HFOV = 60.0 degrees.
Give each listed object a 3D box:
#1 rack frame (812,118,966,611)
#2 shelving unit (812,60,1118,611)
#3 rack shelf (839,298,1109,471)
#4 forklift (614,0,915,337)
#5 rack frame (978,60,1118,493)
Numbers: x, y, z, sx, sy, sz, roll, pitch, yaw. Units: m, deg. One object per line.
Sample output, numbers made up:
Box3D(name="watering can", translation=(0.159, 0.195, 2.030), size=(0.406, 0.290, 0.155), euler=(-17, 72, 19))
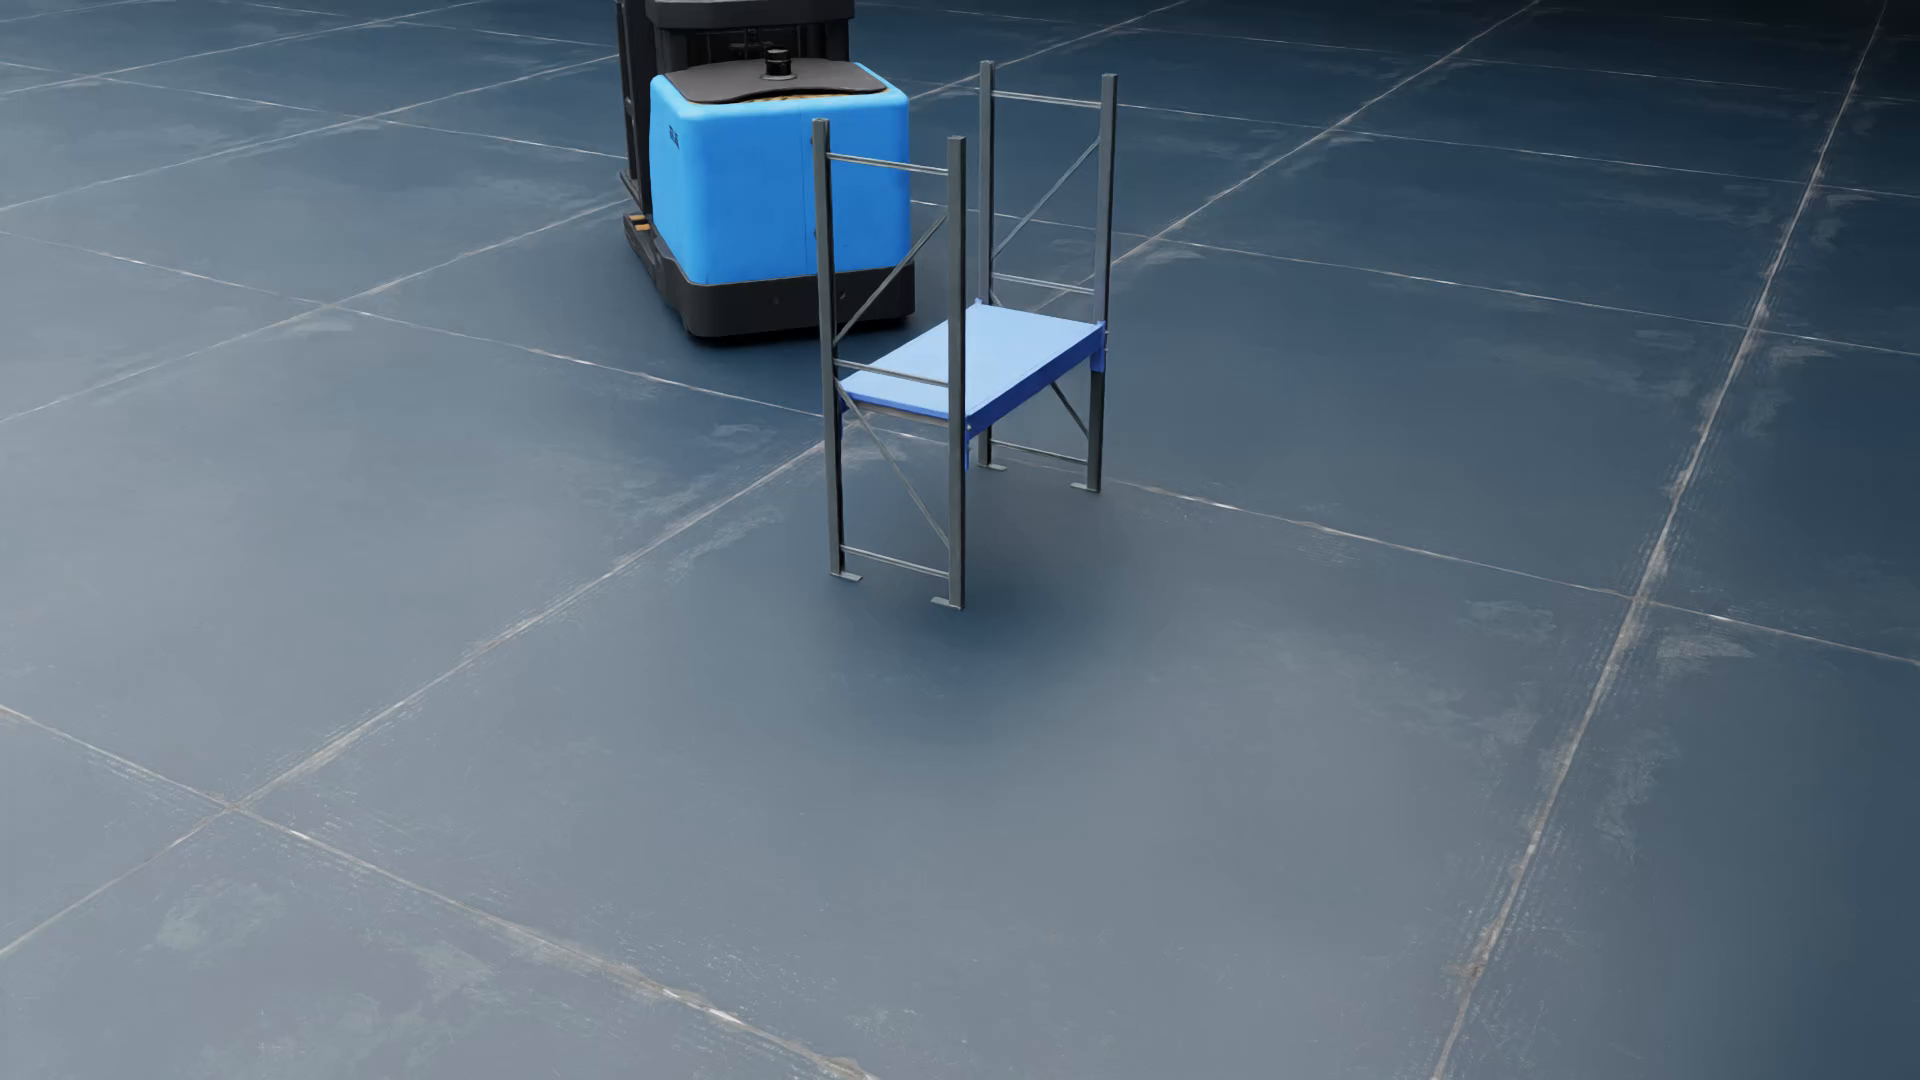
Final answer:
Box3D(name="rack frame", translation=(-0.208, -0.506, 5.085), size=(0.500, 1.500, 0.032), euler=(14, 30, 26))
Box3D(name="shelving unit", translation=(0.042, -0.704, 5.481), size=(0.538, 1.500, 1.048), euler=(14, 30, 26))
Box3D(name="rack shelf", translation=(0.042, -0.543, 5.561), size=(0.538, 0.185, 1.000), euler=(14, 30, 26))
Box3D(name="forklift", translation=(-1.161, -2.850, 8.170), size=(1.130, 2.935, 3.031), euler=(-9, 28, -17))
Box3D(name="rack frame", translation=(0.292, -0.902, 5.876), size=(0.500, 1.500, 0.032), euler=(14, 30, 26))
